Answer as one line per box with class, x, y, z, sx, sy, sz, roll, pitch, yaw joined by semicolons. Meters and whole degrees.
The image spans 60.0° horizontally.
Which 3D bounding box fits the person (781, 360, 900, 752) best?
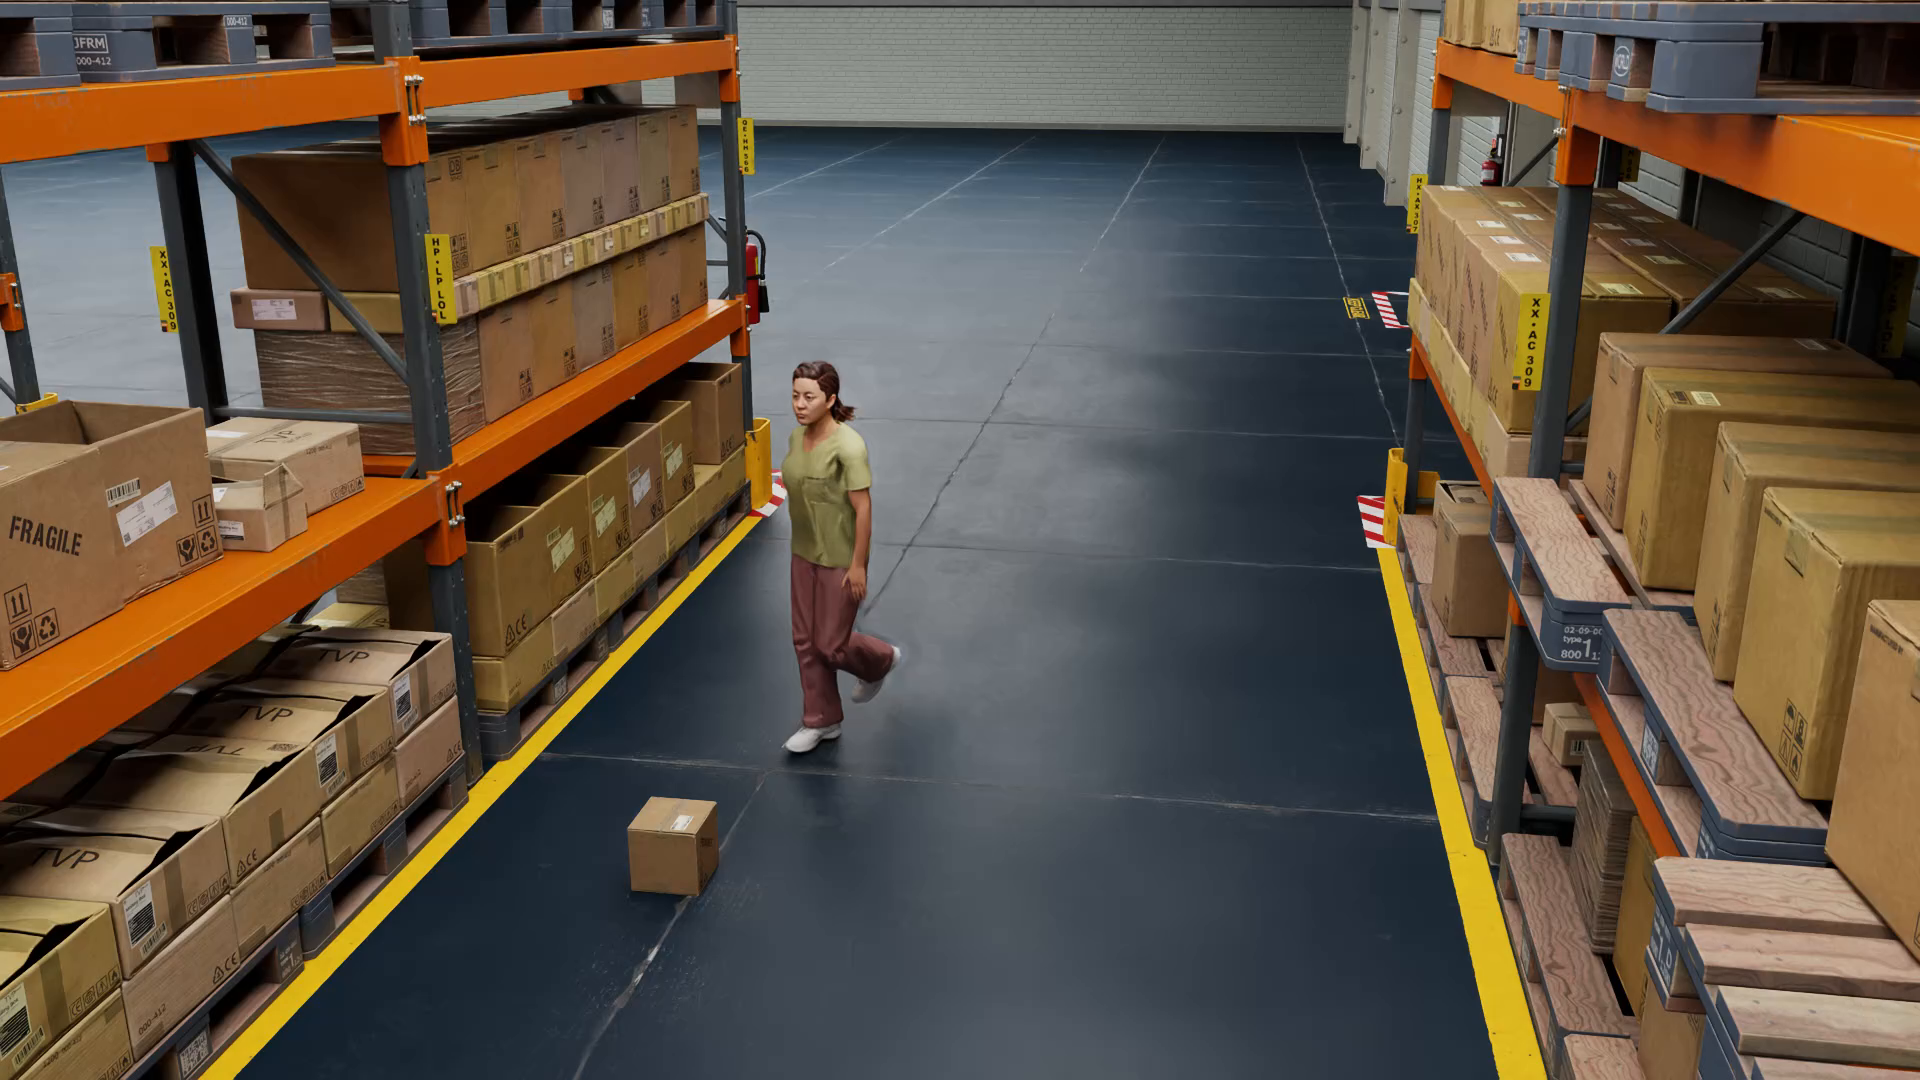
person;-0.464;0.058;6.853;0.613;1.655;0.476;-16;24;-41
